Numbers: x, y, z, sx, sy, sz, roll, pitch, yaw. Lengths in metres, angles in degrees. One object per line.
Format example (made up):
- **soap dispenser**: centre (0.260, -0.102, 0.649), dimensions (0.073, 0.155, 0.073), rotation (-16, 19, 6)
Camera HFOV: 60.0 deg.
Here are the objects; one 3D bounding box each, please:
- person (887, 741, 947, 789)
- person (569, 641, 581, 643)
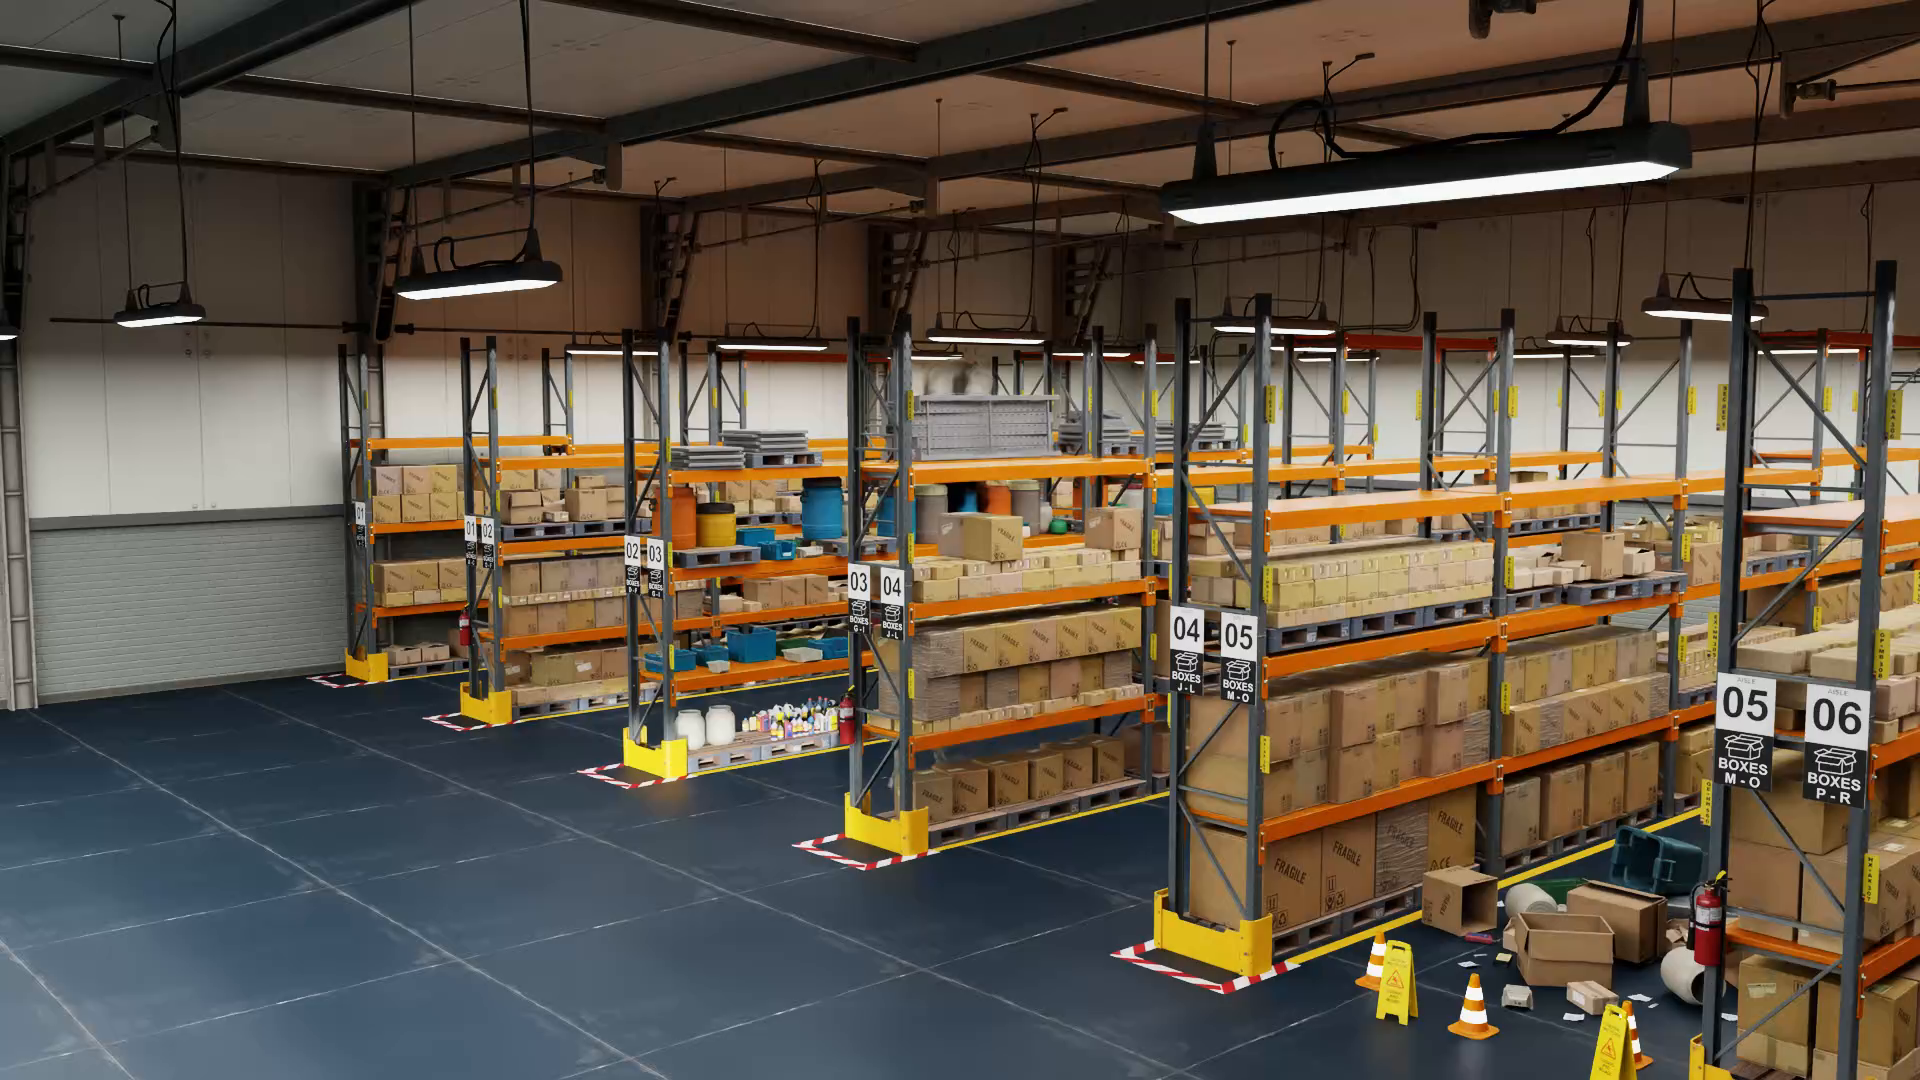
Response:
- **person**: centre (-0.545, 2.291, 21.434), dimensions (0.614, 1.703, 1.006), rotation (5, 7, 42)
- **person**: centre (-6.886, 1.684, 29.945), dimensions (0.555, 1.697, 0.760), rotation (5, 7, 42)
